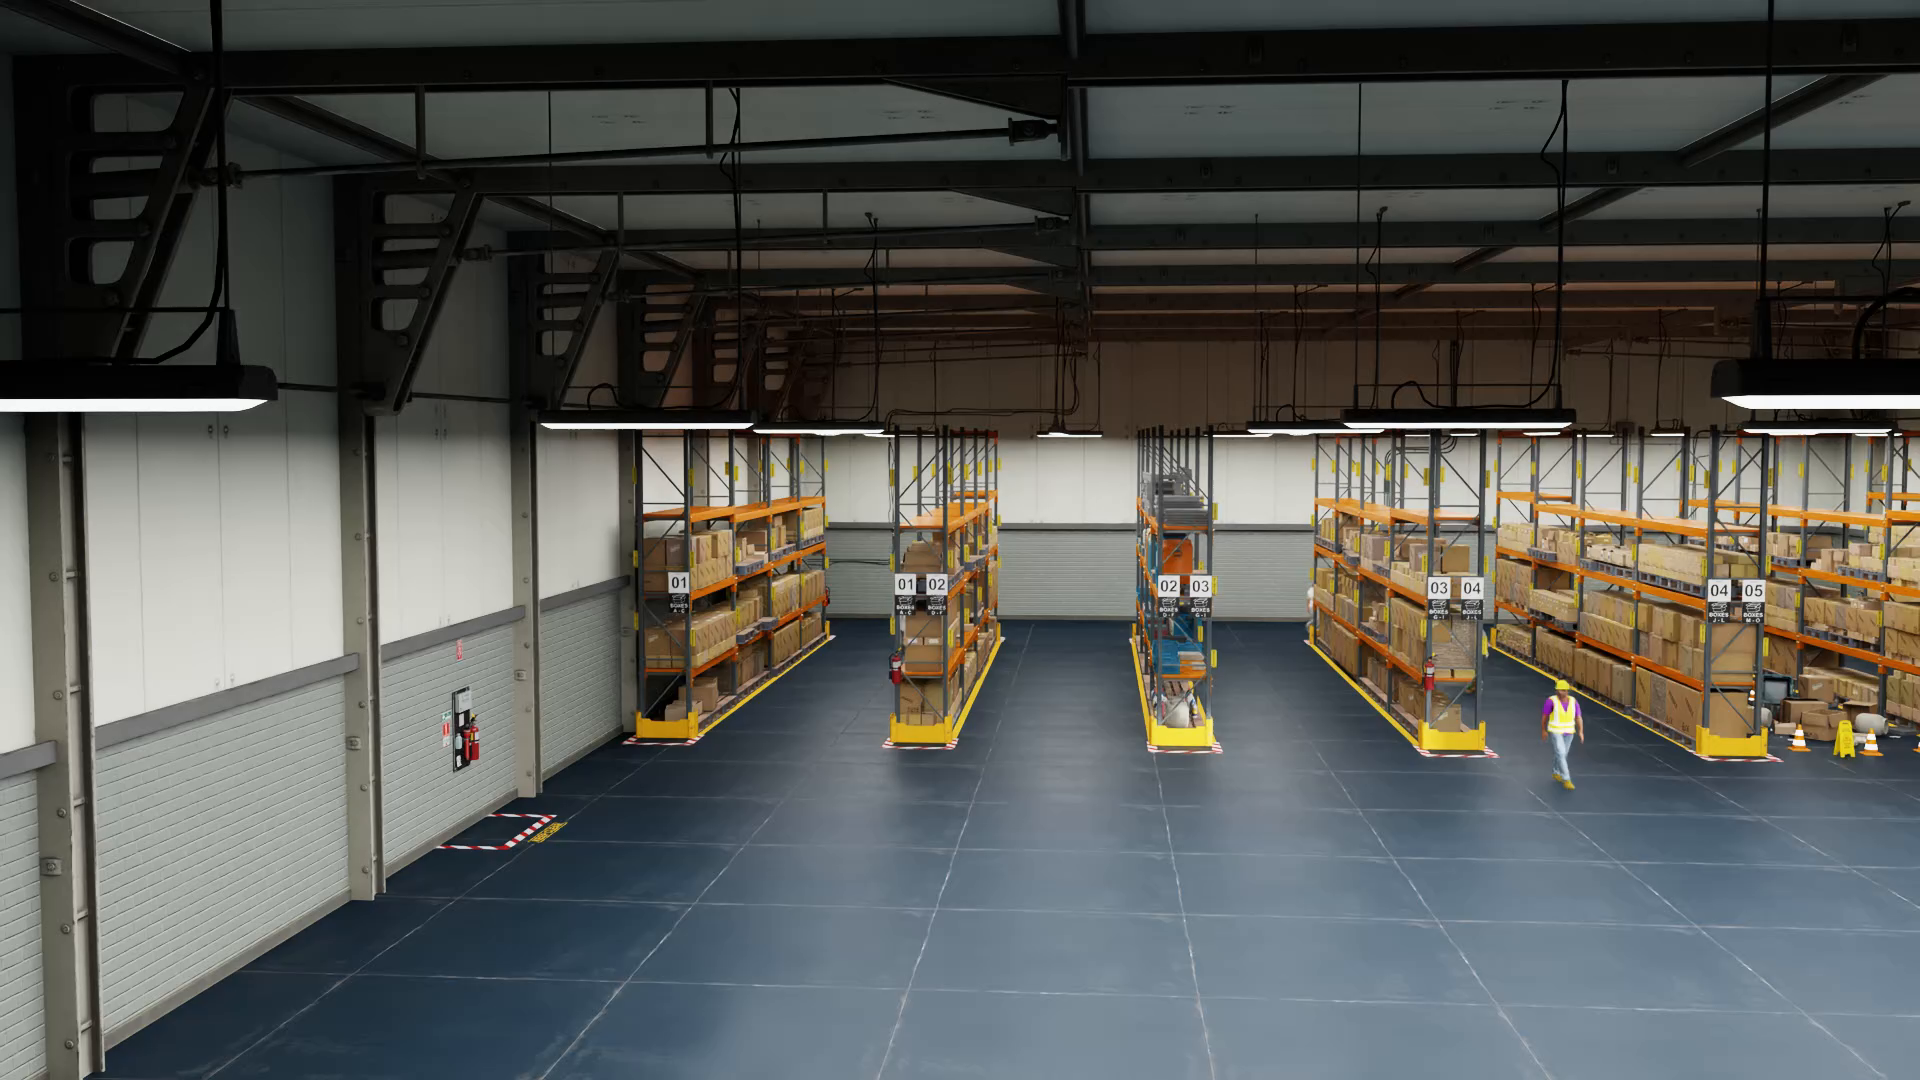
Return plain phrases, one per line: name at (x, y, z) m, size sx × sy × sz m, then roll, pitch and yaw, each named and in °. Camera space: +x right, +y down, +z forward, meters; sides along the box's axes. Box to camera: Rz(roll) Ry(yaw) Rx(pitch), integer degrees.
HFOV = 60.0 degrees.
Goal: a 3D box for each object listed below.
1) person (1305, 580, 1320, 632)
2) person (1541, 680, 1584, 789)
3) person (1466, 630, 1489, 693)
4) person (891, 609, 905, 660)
person at (10.378, 1.973, 48.754) m, size 0.508 × 1.635 × 0.814 m, roll -2°, pitch 4°, yaw -32°
person at (9.977, 3.178, 27.461) m, size 0.599 × 1.722 × 0.930 m, roll 0°, pitch 3°, yaw -5°
person at (11.635, 2.609, 37.803) m, size 0.685 × 1.834 × 0.579 m, roll 1°, pitch 3°, yaw 9°
person at (-1.463, 2.288, 43.139) m, size 0.654 × 1.688 × 0.734 m, roll 1°, pitch 4°, yaw 14°
